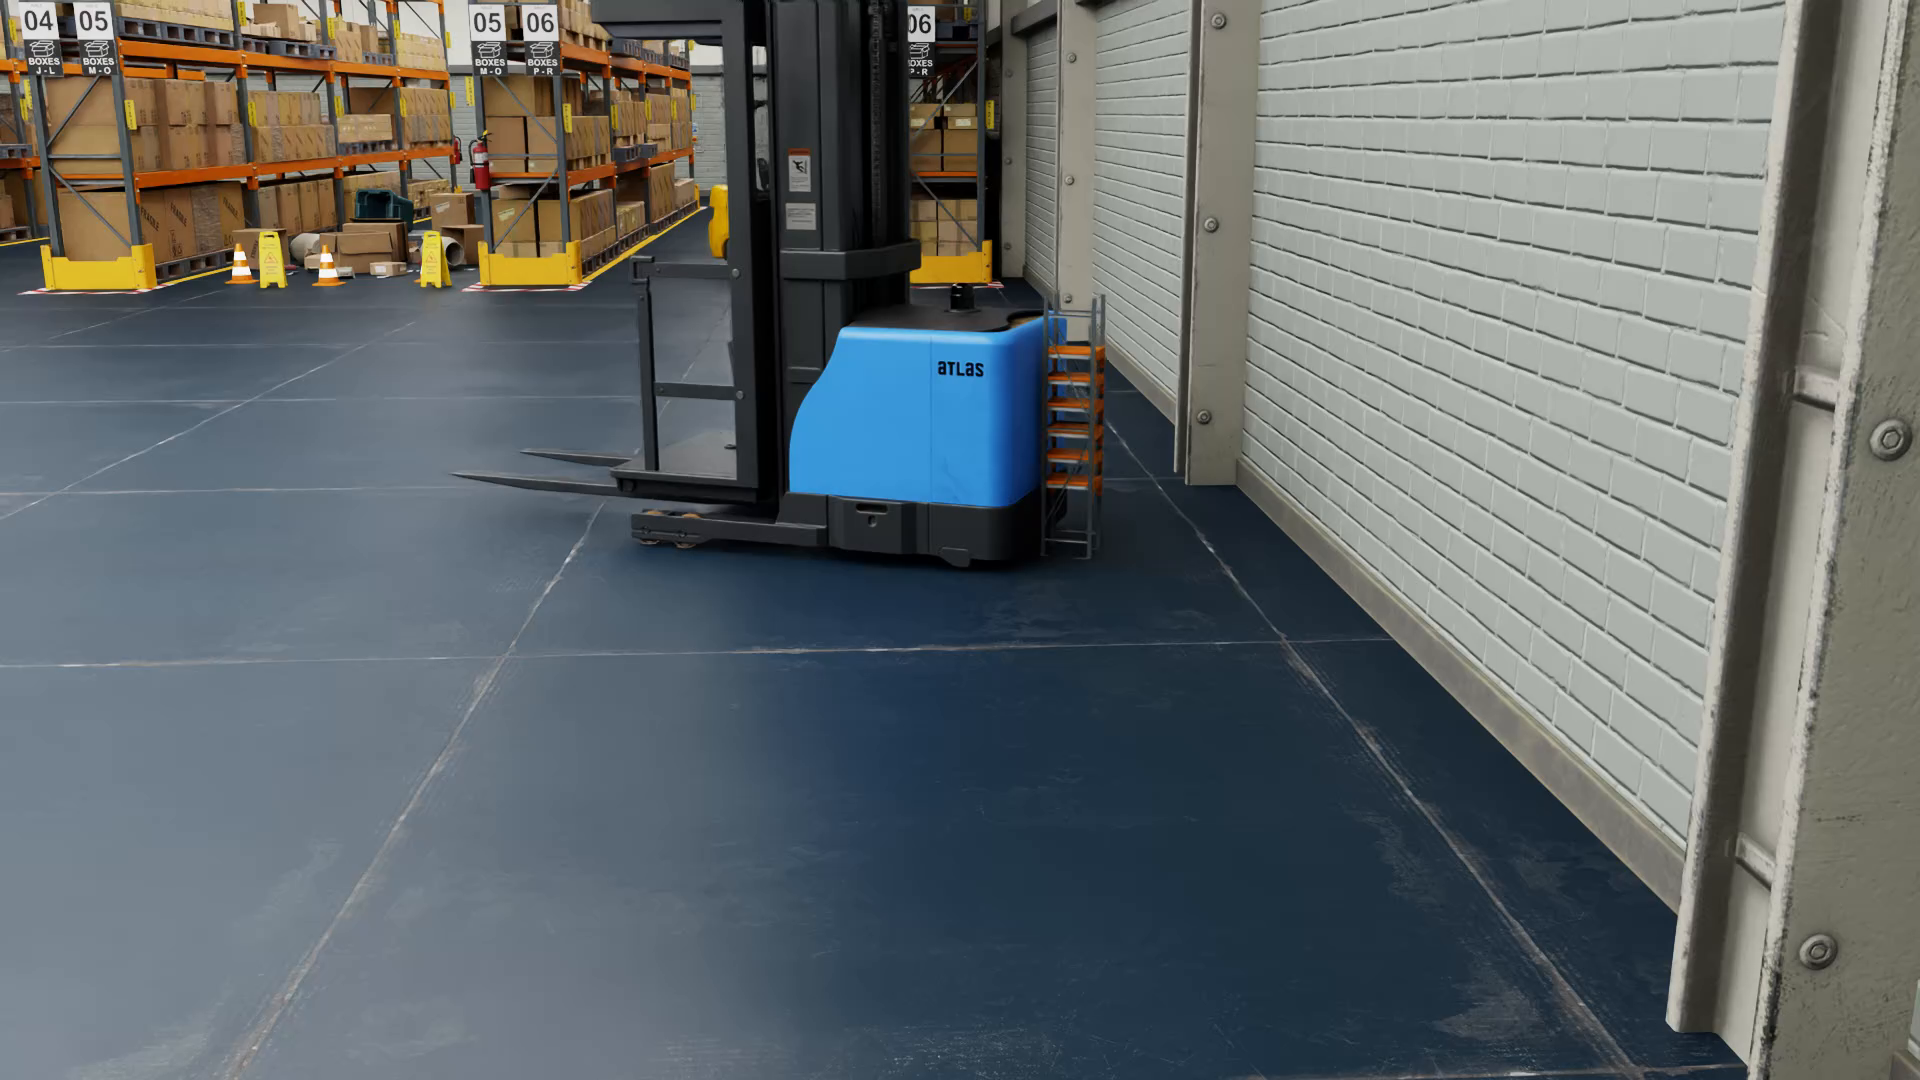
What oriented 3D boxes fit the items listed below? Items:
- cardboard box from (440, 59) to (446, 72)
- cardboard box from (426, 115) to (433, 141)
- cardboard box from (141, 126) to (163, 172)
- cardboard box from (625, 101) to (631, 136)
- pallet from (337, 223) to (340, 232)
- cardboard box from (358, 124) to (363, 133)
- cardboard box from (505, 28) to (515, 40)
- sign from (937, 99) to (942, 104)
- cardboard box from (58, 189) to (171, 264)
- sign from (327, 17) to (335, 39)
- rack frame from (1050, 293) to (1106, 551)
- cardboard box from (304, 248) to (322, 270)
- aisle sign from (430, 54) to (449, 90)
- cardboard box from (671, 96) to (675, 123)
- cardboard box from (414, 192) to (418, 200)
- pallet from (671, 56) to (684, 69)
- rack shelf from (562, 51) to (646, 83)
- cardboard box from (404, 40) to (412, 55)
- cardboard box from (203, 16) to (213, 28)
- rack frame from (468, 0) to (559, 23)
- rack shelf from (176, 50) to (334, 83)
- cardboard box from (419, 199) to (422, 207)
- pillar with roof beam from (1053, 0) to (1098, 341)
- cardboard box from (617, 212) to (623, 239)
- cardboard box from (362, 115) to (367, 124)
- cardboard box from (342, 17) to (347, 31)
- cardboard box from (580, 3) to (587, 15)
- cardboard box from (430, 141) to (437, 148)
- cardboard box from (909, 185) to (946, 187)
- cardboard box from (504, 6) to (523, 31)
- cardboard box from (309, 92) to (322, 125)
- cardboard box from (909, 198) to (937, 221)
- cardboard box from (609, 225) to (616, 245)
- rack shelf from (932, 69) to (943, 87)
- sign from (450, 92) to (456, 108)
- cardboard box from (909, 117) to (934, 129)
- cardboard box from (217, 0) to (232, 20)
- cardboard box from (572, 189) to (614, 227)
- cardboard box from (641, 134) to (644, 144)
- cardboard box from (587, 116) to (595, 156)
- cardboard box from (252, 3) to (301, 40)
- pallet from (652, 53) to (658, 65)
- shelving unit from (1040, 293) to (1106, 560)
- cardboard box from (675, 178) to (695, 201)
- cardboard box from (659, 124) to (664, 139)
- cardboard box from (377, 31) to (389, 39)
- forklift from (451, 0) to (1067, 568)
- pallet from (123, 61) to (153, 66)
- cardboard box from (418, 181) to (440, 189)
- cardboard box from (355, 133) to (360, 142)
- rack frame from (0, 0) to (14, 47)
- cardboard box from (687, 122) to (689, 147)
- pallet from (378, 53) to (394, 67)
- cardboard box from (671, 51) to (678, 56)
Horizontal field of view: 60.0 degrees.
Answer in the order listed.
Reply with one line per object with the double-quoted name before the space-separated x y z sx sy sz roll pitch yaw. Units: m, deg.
"cardboard box" -10.789 -9.676 33.893 0.500 0.250 0.500 -1 14 -5
"cardboard box" -10.708 -8.111 32.733 0.500 0.500 0.500 0 14 -1
"cardboard box" -10.214 -4.726 20.074 0.875 0.550 0.550 -1 14 -3
"cardboard box" -5.195 -6.286 24.799 0.500 0.500 0.500 -1 14 -4
"pallet" -10.633 -5.259 28.042 1.003 0.211 1.213 -1 14 -3
"cardboard box" -10.497 -7.084 28.605 0.380 0.149 0.250 -1 14 -4
"cardboard box" -5.457 -5.942 19.587 0.380 0.149 0.250 -1 14 -3
"sign" -0.392 -8.159 31.394 0.100 0.325 0.005 -1 14 -3
"cardboard box" -10.198 -3.767 20.070 0.875 0.875 0.875 -1 14 -3
"sign" -10.031 -8.163 26.516 0.100 0.325 0.005 -1 14 -3
"rack frame" 0.545 -0.541 7.721 0.240 1.200 0.006 4 15 17
"cardboard box" -8.393 -3.697 21.862 0.396 0.266 0.258 2 15 6
"aisle sign" -10.786 -9.686 34.436 0.394 0.787 0.004 -1 14 -3
"cardboard box" -5.687 -8.166 31.538 0.500 0.500 0.500 -1 14 -3
"cardboard box" -10.707 -6.660 32.175 0.380 0.149 0.250 -2 15 -6
"pallet" -6.012 -9.427 32.805 1.003 0.211 1.213 -1 14 -3
"rack shelf" -5.528 -7.123 25.116 1.077 0.370 4.000 -1 14 -3
"cardboard box" -10.650 -9.279 31.350 0.500 0.250 0.500 -1 14 -4
"cardboard box" -9.947 -6.727 21.592 0.380 0.149 0.250 -1 14 -3
"rack frame" -5.156 -7.432 18.853 1.000 3.000 0.127 -1 14 -3
"rack shelf" -10.462 -7.022 24.722 1.077 0.370 4.000 -1 14 -3
"cardboard box" -10.736 -6.584 32.474 0.380 0.149 0.250 -2 15 -6
"pillar with roof beam" -3.270 -6.138 13.824 9.100 9.000 0.400 -1 14 -3
"cardboard box" -5.439 -4.583 24.249 0.950 0.372 0.625 -1 14 -3
"cardboard box" -10.516 -7.292 28.814 0.380 0.149 0.250 -1 14 -4
"cardboard box" -10.423 -8.583 27.608 0.396 0.266 0.258 -1 14 -3
"cardboard box" -4.975 -6.779 21.239 0.380 0.149 0.250 -1 14 -3
"cardboard box" -10.745 -7.953 33.419 0.380 0.149 0.250 -2 15 -6
"cardboard box" -0.673 -5.492 27.275 0.875 0.625 0.625 0 14 -2
"cardboard box" -5.457 -6.174 19.687 0.500 0.250 0.500 -1 14 -4
"cardboard box" -10.568 -6.836 26.367 0.700 0.500 0.500 -1 14 -4
"cardboard box" -0.542 -4.070 20.494 0.500 0.250 0.500 0 14 -2
"cardboard box" -5.099 -4.251 23.202 0.500 0.250 0.500 0 14 -1
"rack shelf" -0.821 -8.196 29.284 1.077 0.370 4.000 -1 14 -3
"sign" -10.526 -9.122 34.502 0.100 0.325 0.005 -1 14 -3
"cardboard box" -0.503 -5.049 20.127 0.380 0.149 0.250 -1 14 -3
"cardboard box" -10.051 -7.078 22.155 0.500 0.250 0.500 -1 14 -4
"cardboard box" -5.099 -4.614 23.108 0.500 0.500 0.500 -1 14 -4
"cardboard box" -5.247 -6.393 26.514 0.380 0.149 0.250 -1 14 -4
"cardboard box" -5.016 -5.223 21.510 0.500 0.500 0.500 -1 14 -5
"cardboard box" -10.199 -7.740 24.825 0.500 0.500 0.500 -1 14 -3
"pallet" -5.817 -8.315 28.683 1.003 0.211 1.213 0 14 -1
"shelving unit" 0.518 -0.519 7.637 0.258 1.200 0.189 4 15 17
"cardboard box" -6.006 -7.306 34.701 0.875 0.438 0.875 -1 14 -5
"cardboard box" -5.504 -7.195 29.268 0.500 0.250 0.500 -1 14 -2
"cardboard box" -10.610 -9.301 30.634 0.380 0.149 0.250 -1 14 -4
"forklift" -1.045 -1.496 7.960 3.031 2.935 1.130 5 15 18
"pallet" -15.831 -8.972 31.034 1.003 0.211 1.213 -1 14 -3
"cardboard box" -10.670 -7.131 33.405 0.380 0.149 0.250 0 14 -1
"cardboard box" -10.483 -6.878 28.401 0.380 0.149 0.250 0 14 -2
"rack frame" -15.542 -9.269 25.992 1.000 3.000 0.127 -1 14 -3
"cardboard box" -5.837 -8.314 34.118 0.500 0.500 0.500 -1 14 -5
"pallet" -10.902 -8.616 29.852 1.213 0.211 1.003 -1 14 -3
"cardboard box" -5.924 -9.875 33.829 0.380 0.149 0.250 -2 15 -8
